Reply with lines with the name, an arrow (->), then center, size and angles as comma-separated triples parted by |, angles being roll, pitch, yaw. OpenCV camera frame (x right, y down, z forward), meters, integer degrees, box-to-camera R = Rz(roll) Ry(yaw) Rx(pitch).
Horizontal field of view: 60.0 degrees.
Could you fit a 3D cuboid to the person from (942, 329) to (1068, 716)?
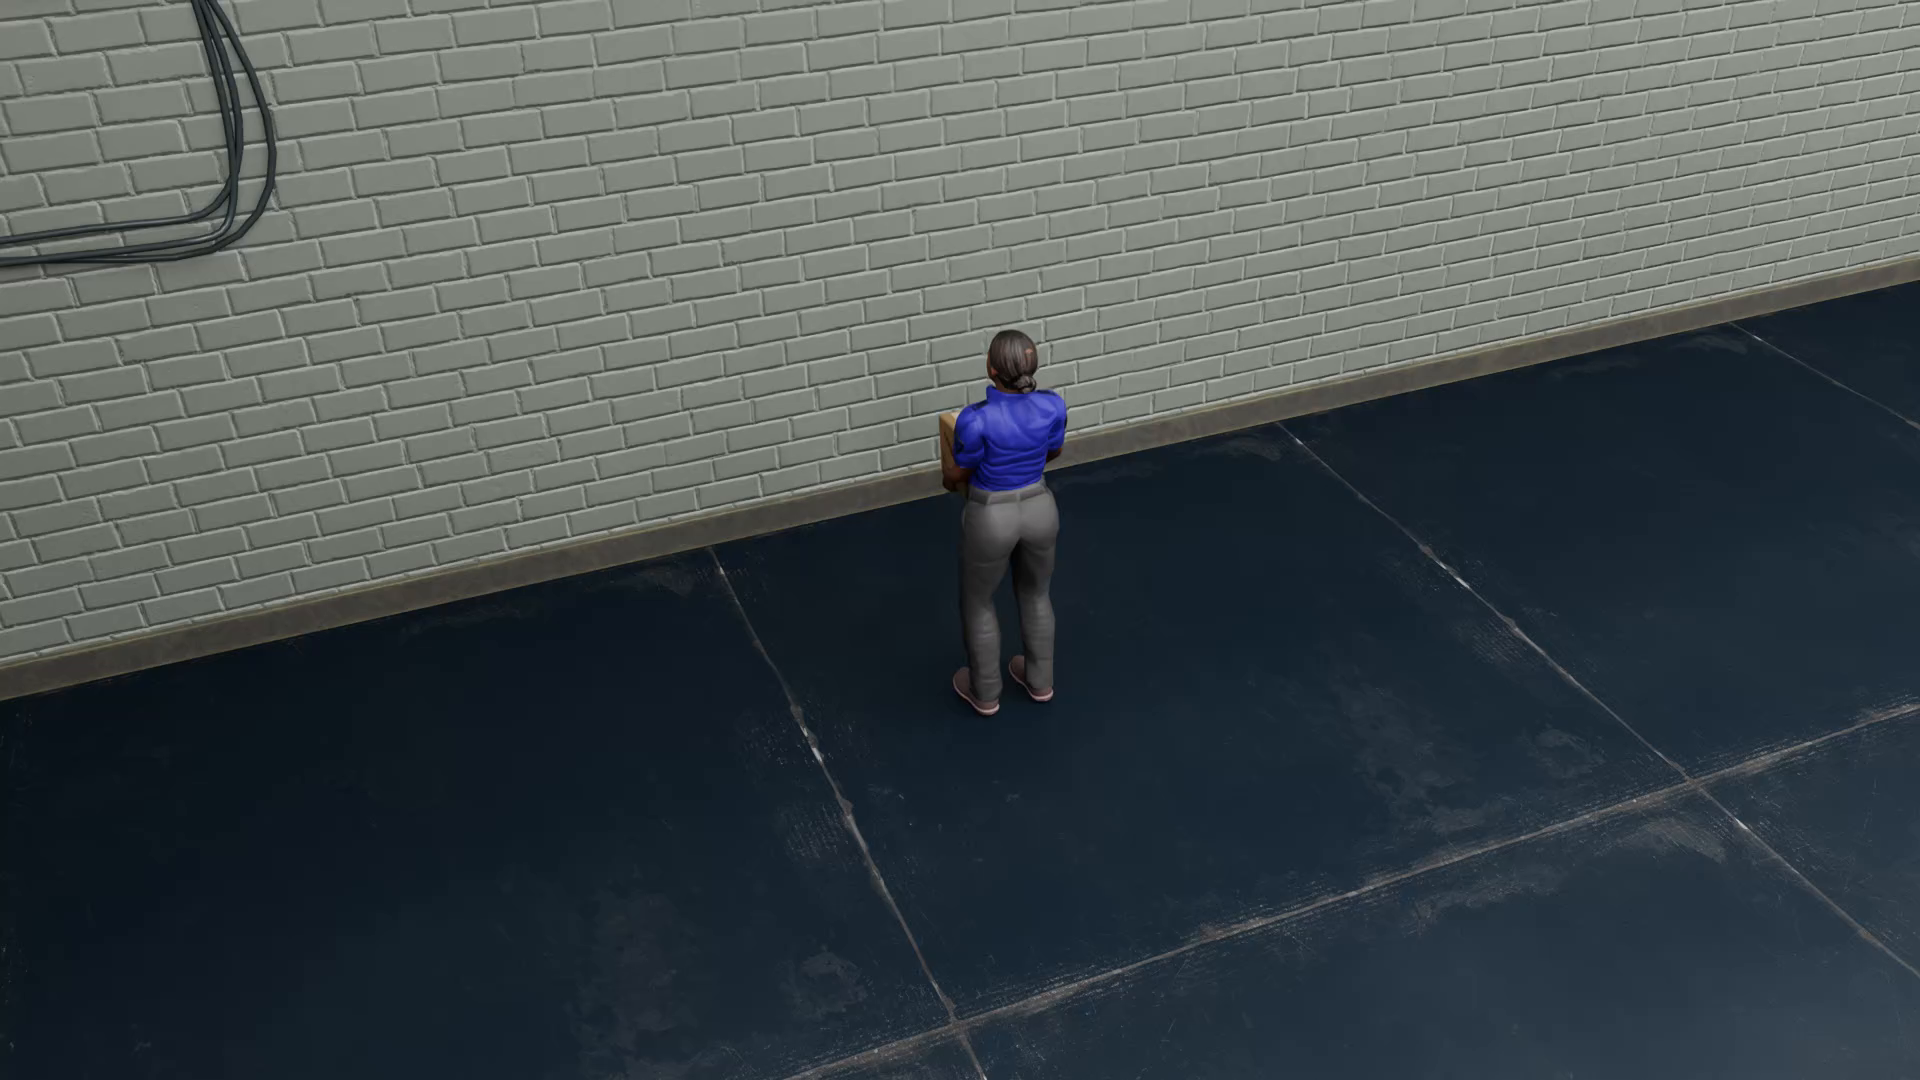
person -> 0.153, -0.106, 6.315 | 0.451, 1.650, 0.512 | -12, 36, -18
